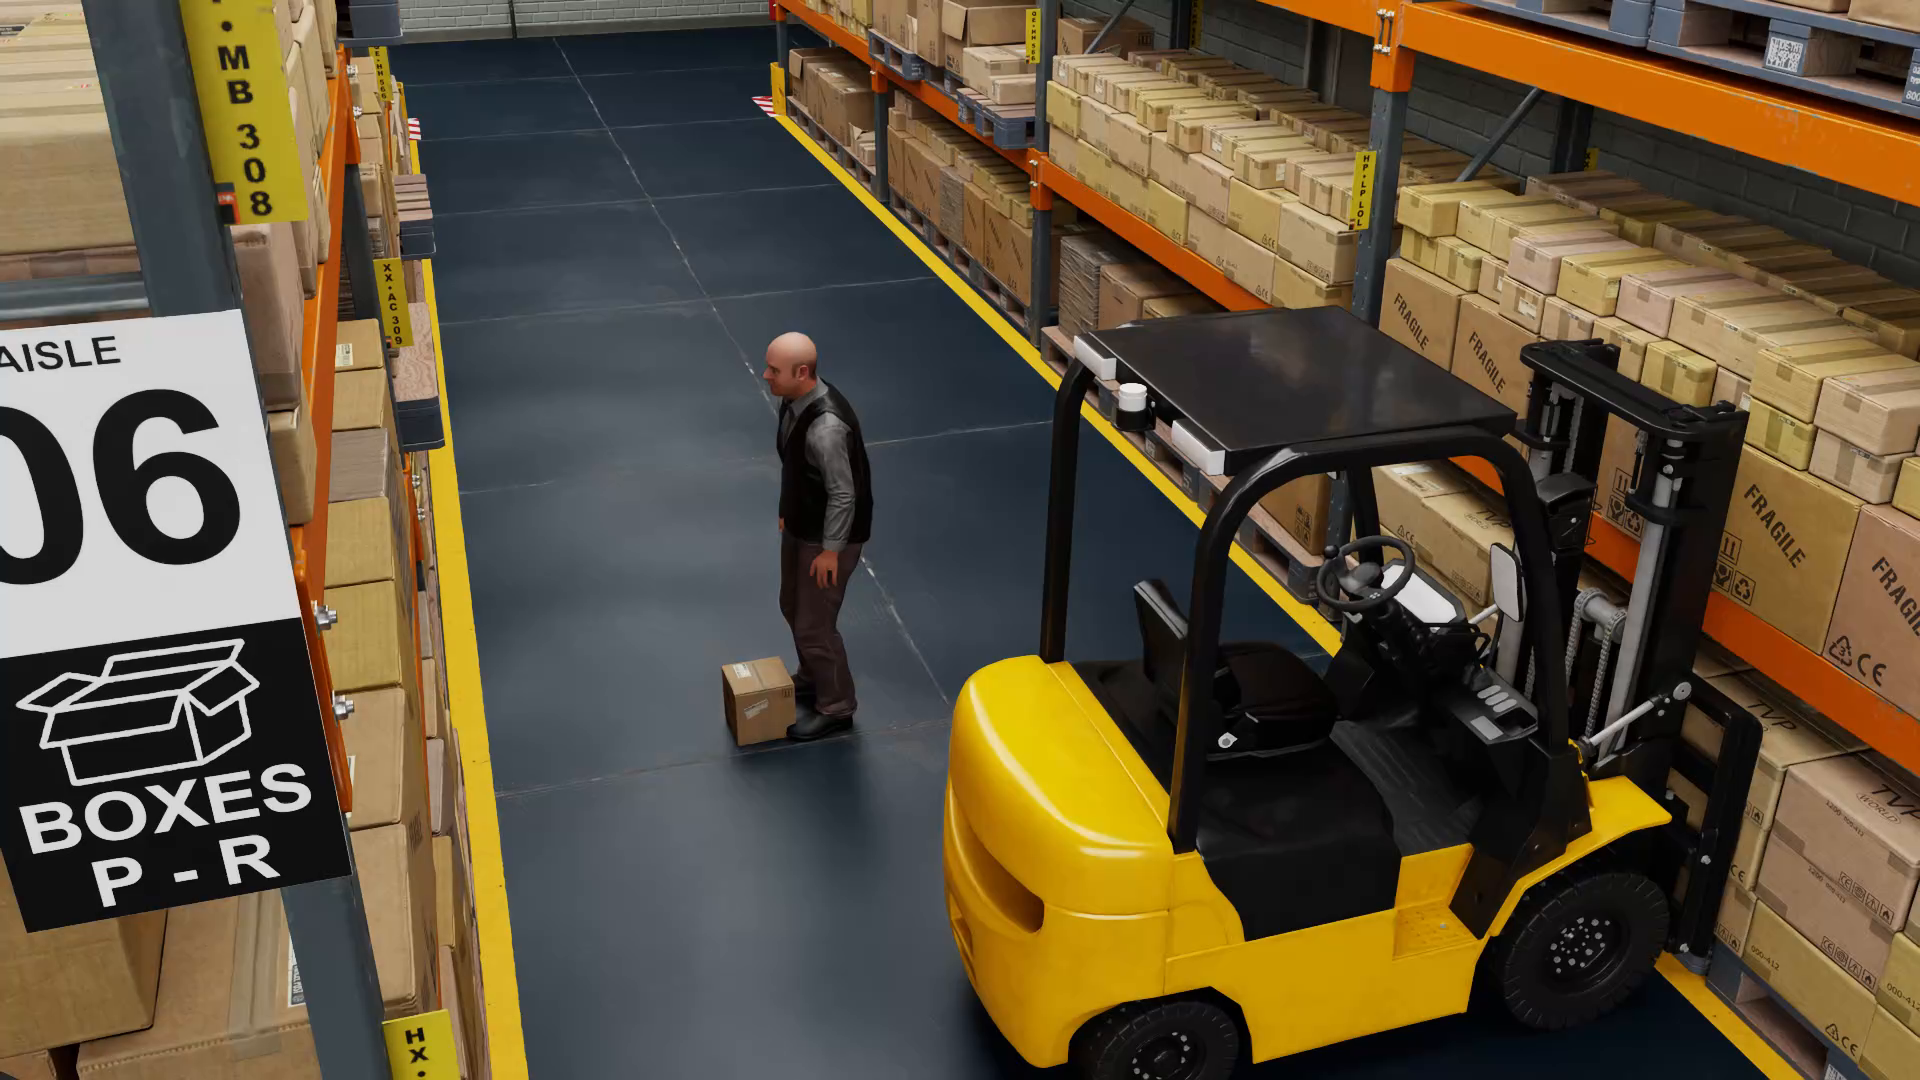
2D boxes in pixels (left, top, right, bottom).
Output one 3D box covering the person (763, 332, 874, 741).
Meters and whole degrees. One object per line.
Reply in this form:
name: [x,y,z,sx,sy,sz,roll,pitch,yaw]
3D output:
person: [-0.570,-0.030,6.704,0.422,1.719,0.581,-10,28,-19]
